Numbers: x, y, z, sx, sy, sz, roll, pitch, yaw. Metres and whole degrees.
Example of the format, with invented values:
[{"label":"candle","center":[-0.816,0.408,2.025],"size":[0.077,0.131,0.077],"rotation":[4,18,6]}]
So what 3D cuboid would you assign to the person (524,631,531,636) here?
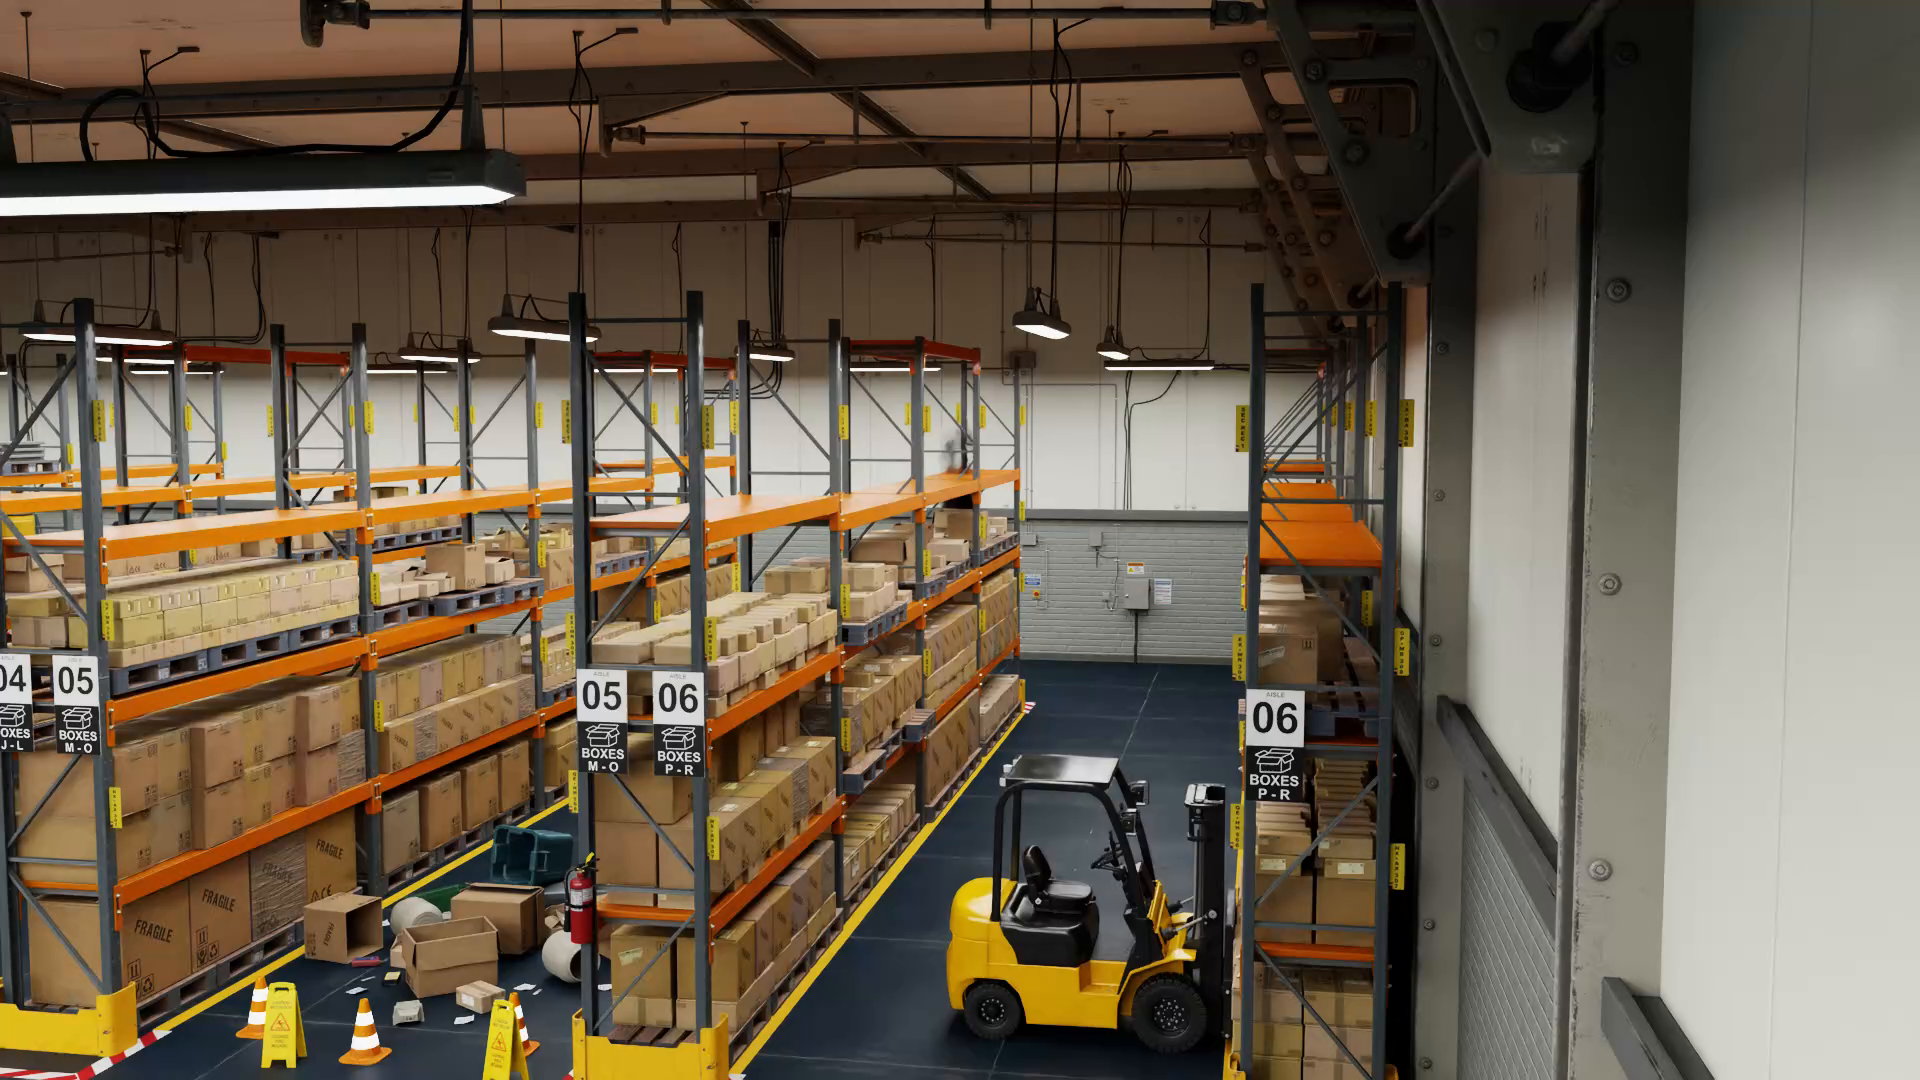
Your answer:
[{"label":"person","center":[-6.784,2.238,26.294],"size":[0.565,1.623,0.543],"rotation":[1,5,12]}]
